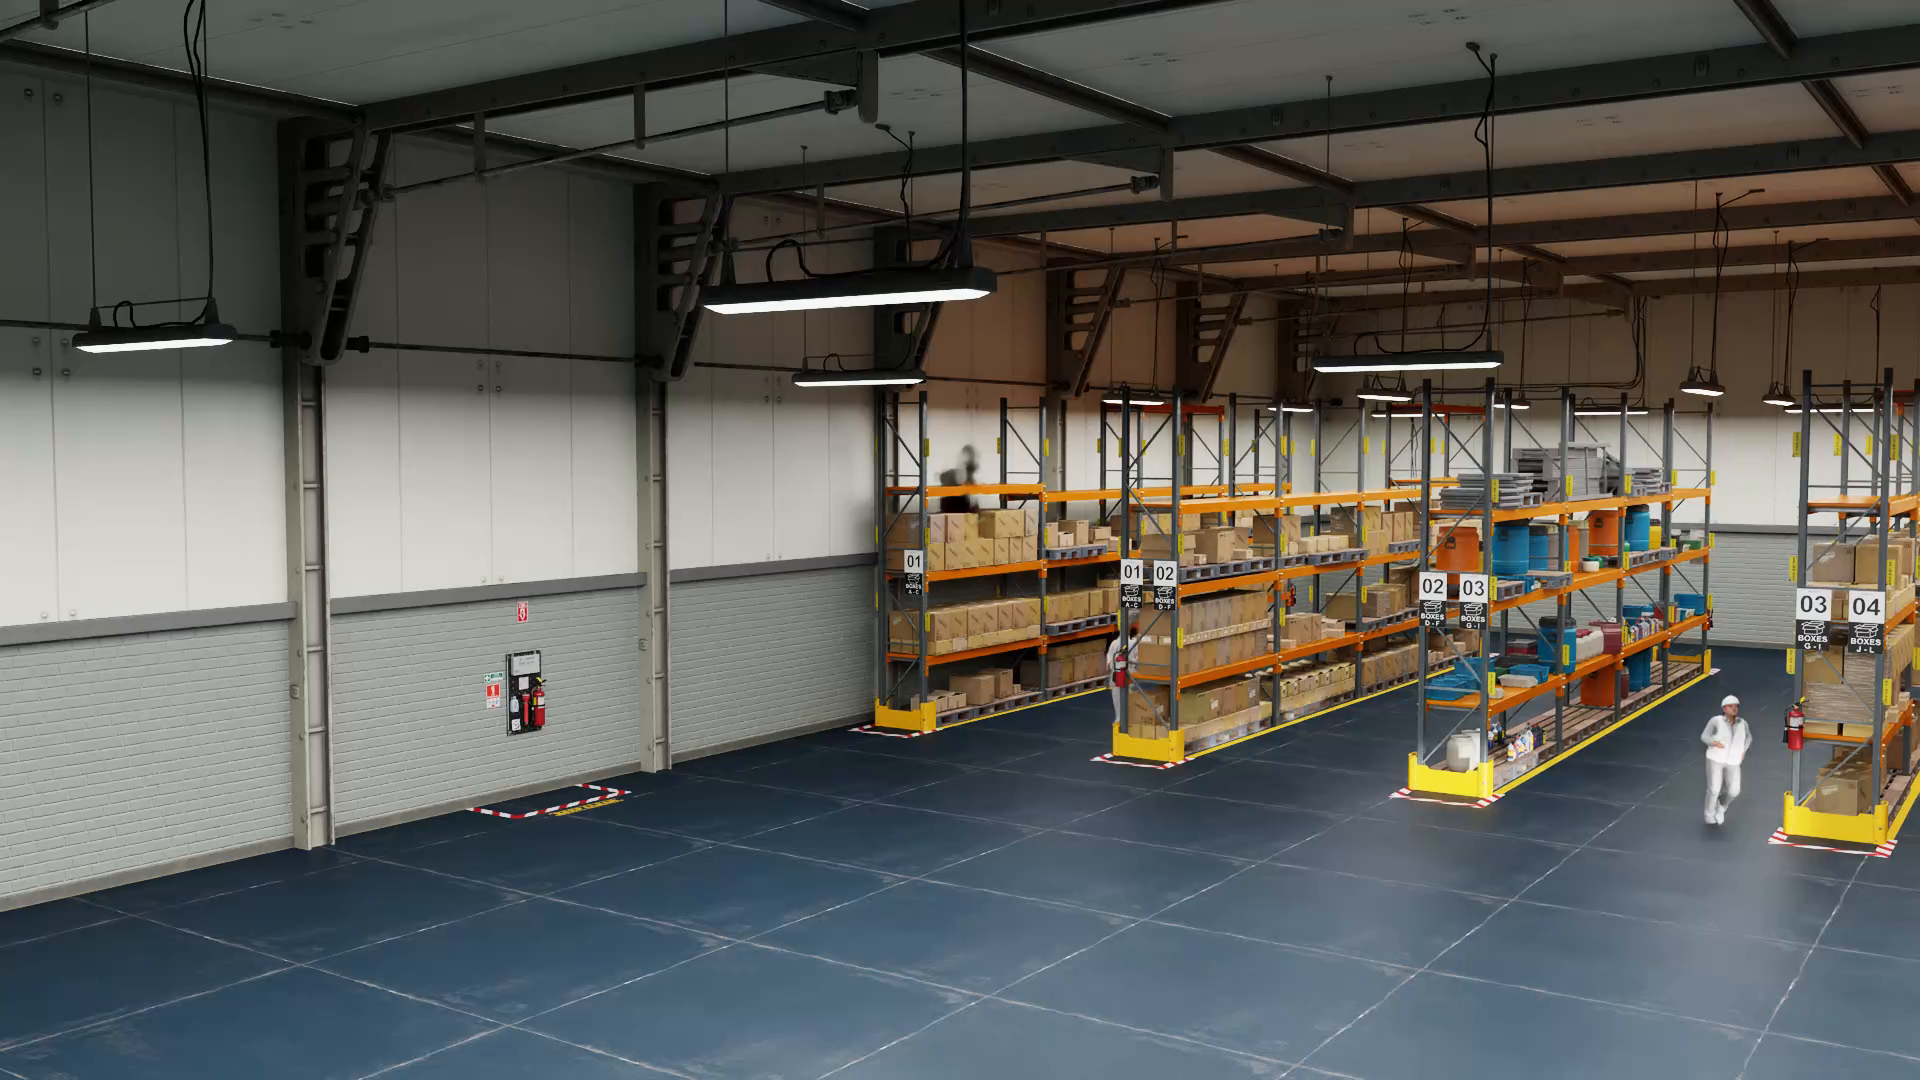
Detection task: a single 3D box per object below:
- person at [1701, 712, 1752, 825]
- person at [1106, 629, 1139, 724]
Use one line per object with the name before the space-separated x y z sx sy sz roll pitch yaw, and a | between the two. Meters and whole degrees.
person | 10.130 3.025 21.956 0.670 1.516 0.539 1 3 11
person | 2.922 2.395 29.692 0.715 1.735 0.826 1 3 24
